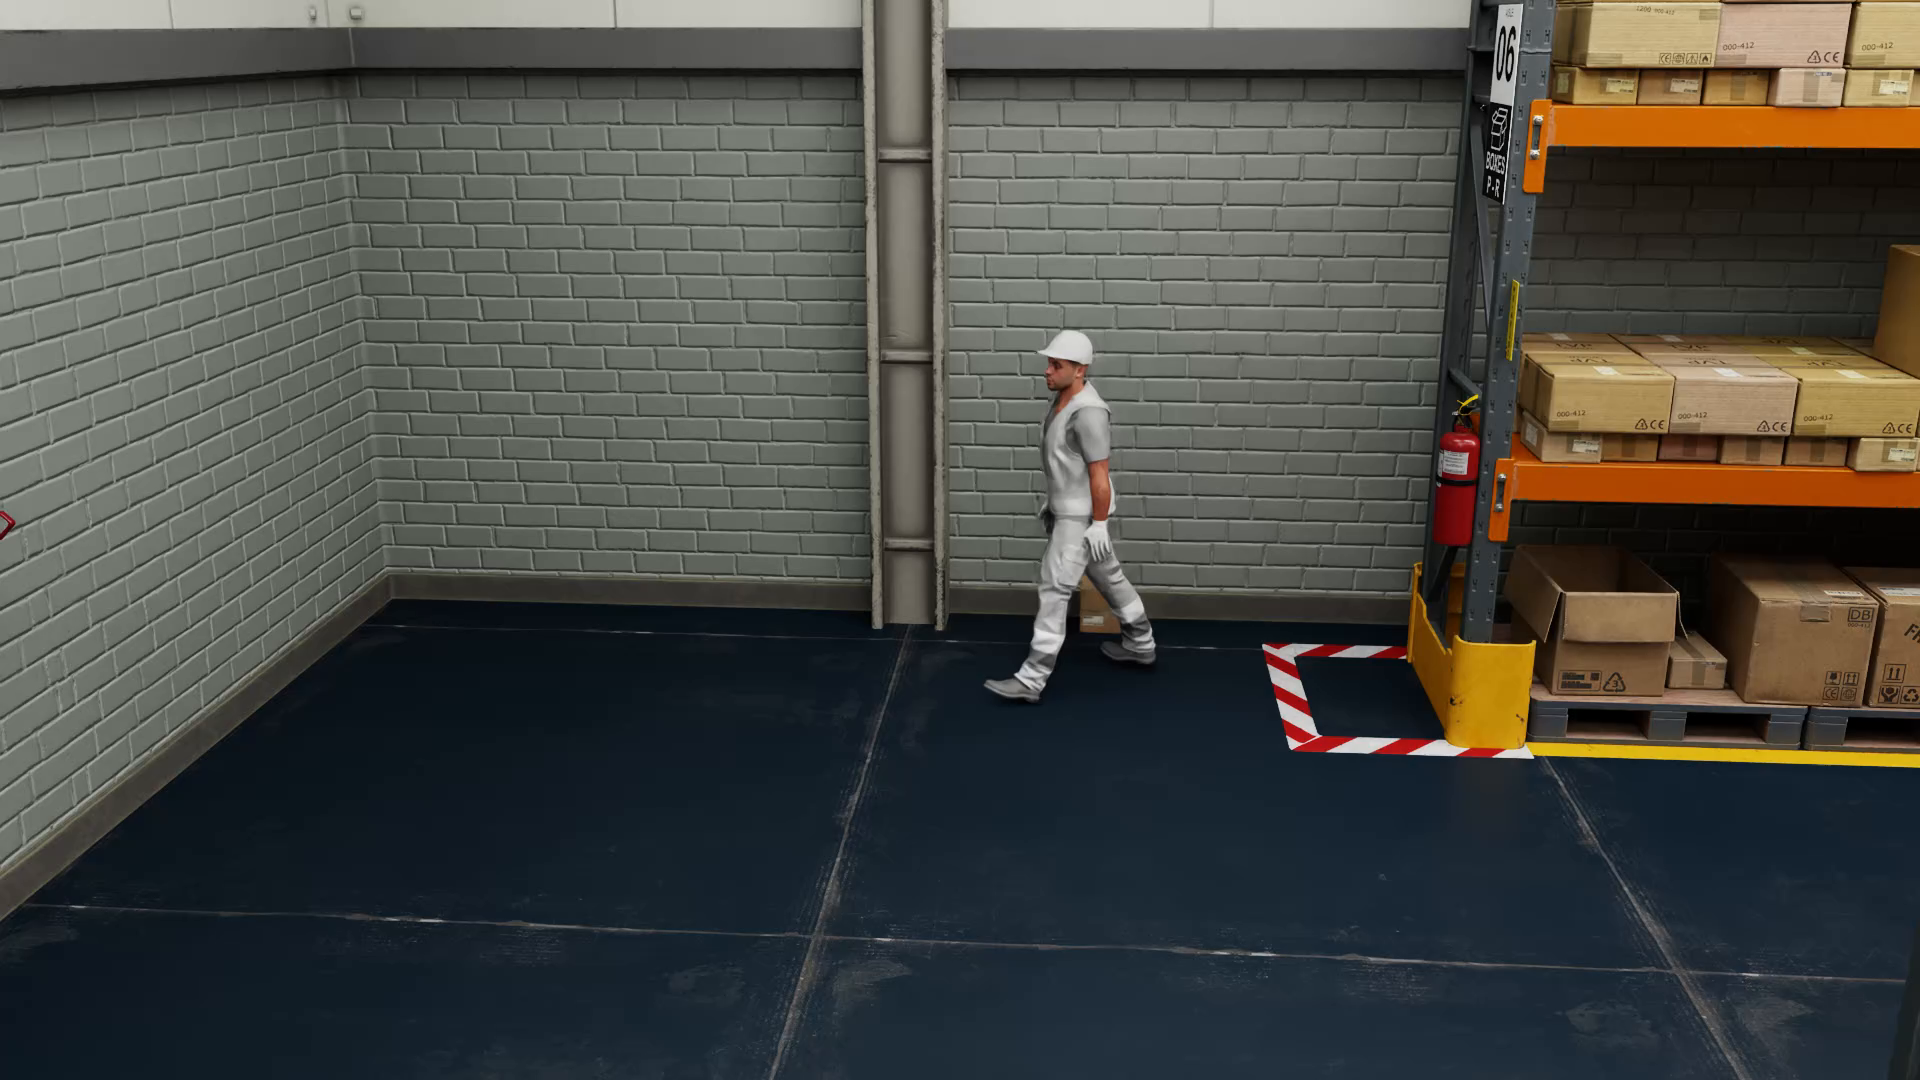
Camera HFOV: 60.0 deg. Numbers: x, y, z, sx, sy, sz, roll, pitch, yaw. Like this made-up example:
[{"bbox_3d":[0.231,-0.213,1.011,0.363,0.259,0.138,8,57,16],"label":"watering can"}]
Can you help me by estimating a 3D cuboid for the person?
[{"bbox_3d":[0.538,-0.108,7.955,0.935,1.710,0.592,-2,17,-7],"label":"person"}]
